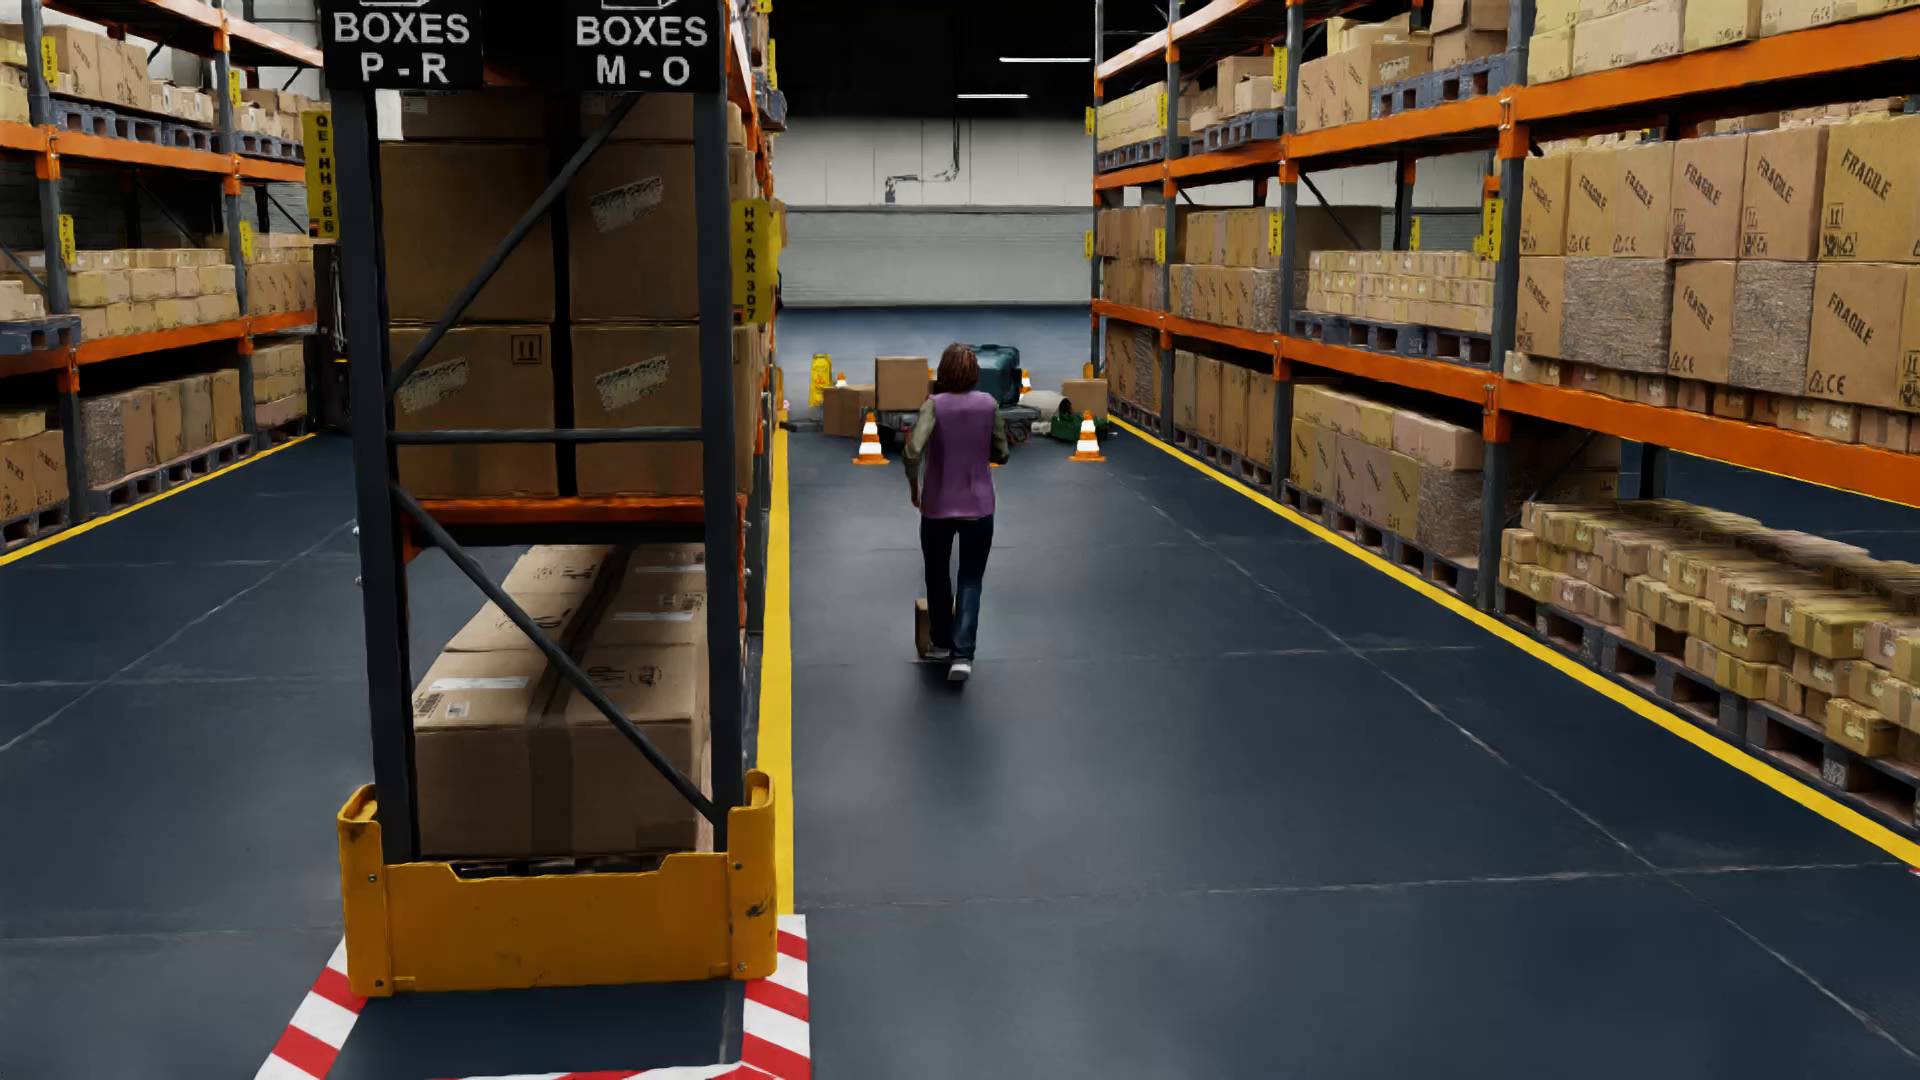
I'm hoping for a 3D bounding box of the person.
[{"bbox_3d":[-0.026,-0.141,7.739,0.502,1.551,0.755,-1,10,-3],"label":"person"}]
